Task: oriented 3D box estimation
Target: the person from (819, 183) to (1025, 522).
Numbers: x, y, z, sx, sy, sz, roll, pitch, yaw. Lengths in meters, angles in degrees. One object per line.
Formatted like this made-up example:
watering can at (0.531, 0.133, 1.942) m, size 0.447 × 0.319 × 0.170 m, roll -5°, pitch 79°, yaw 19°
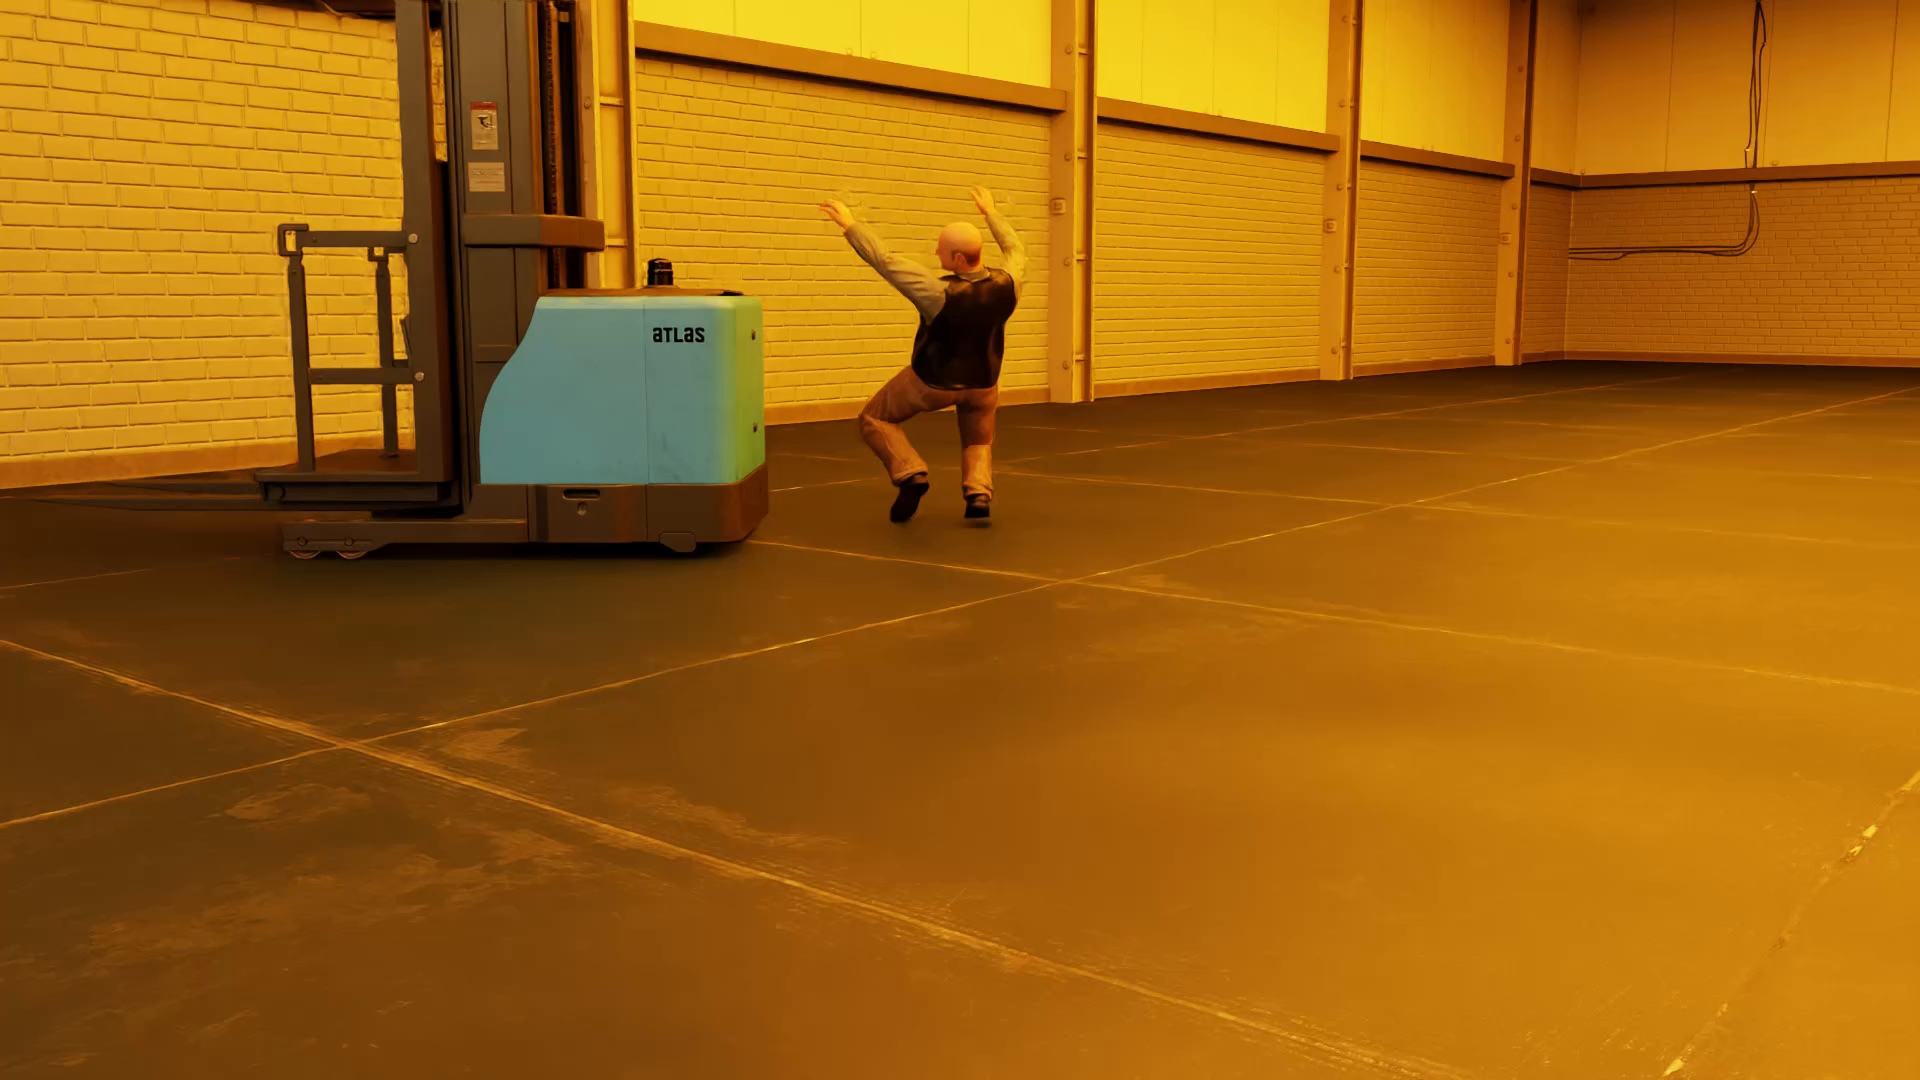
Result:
person at (-0.179, -0.867, 7.826) m, size 1.015 × 1.630 × 0.787 m, roll -3°, pitch 9°, yaw -19°

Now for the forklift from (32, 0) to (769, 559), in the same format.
forklift at (-2.414, -1.447, 7.170) m, size 3.031 × 2.935 × 1.130 m, roll 0°, pitch 8°, yaw 1°
